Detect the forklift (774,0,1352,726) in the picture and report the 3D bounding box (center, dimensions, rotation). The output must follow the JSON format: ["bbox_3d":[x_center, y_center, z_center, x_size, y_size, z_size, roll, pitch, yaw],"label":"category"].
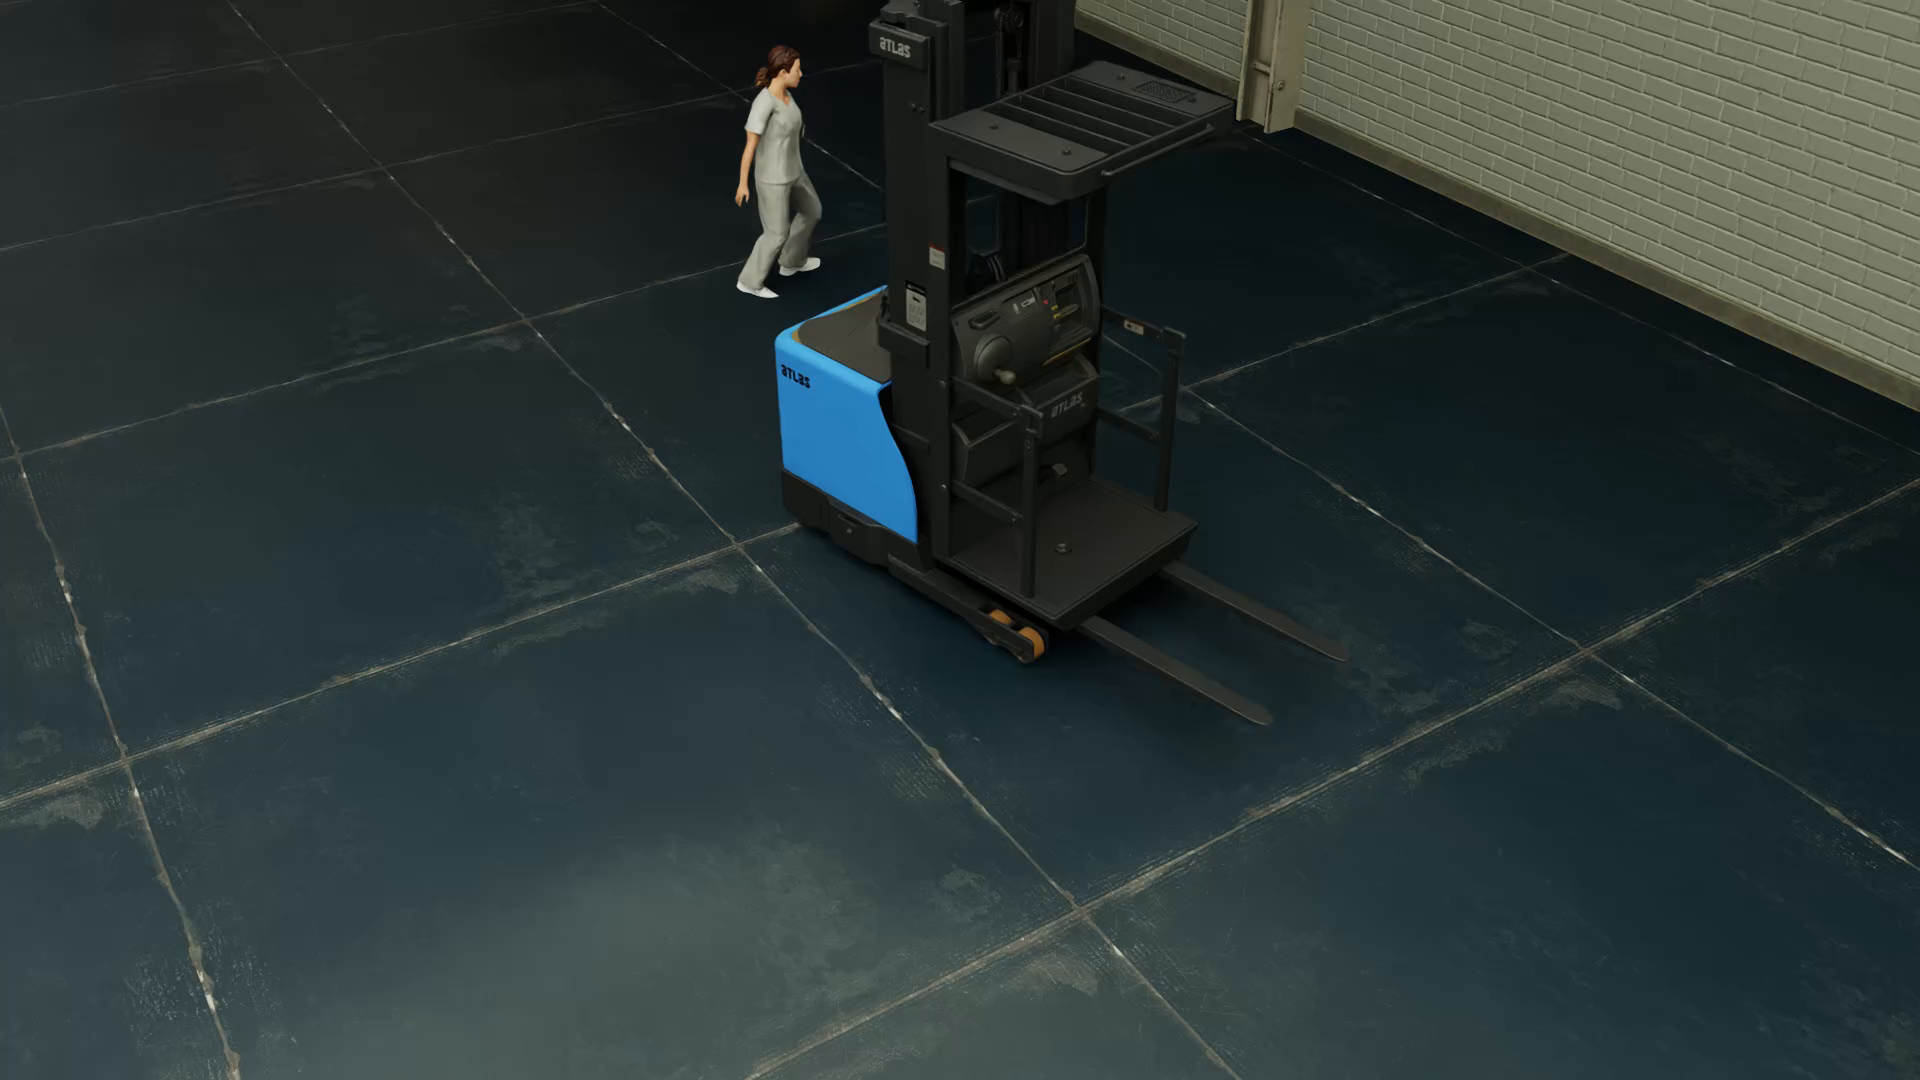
[{"bbox_3d":[0.463,-0.958,7.510,3.031,2.935,1.130,29,44,35],"label":"forklift"}]

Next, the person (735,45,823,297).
[{"bbox_3d":[-1.211,-2.337,10.662,0.463,1.651,0.801,14,37,18],"label":"person"}]
